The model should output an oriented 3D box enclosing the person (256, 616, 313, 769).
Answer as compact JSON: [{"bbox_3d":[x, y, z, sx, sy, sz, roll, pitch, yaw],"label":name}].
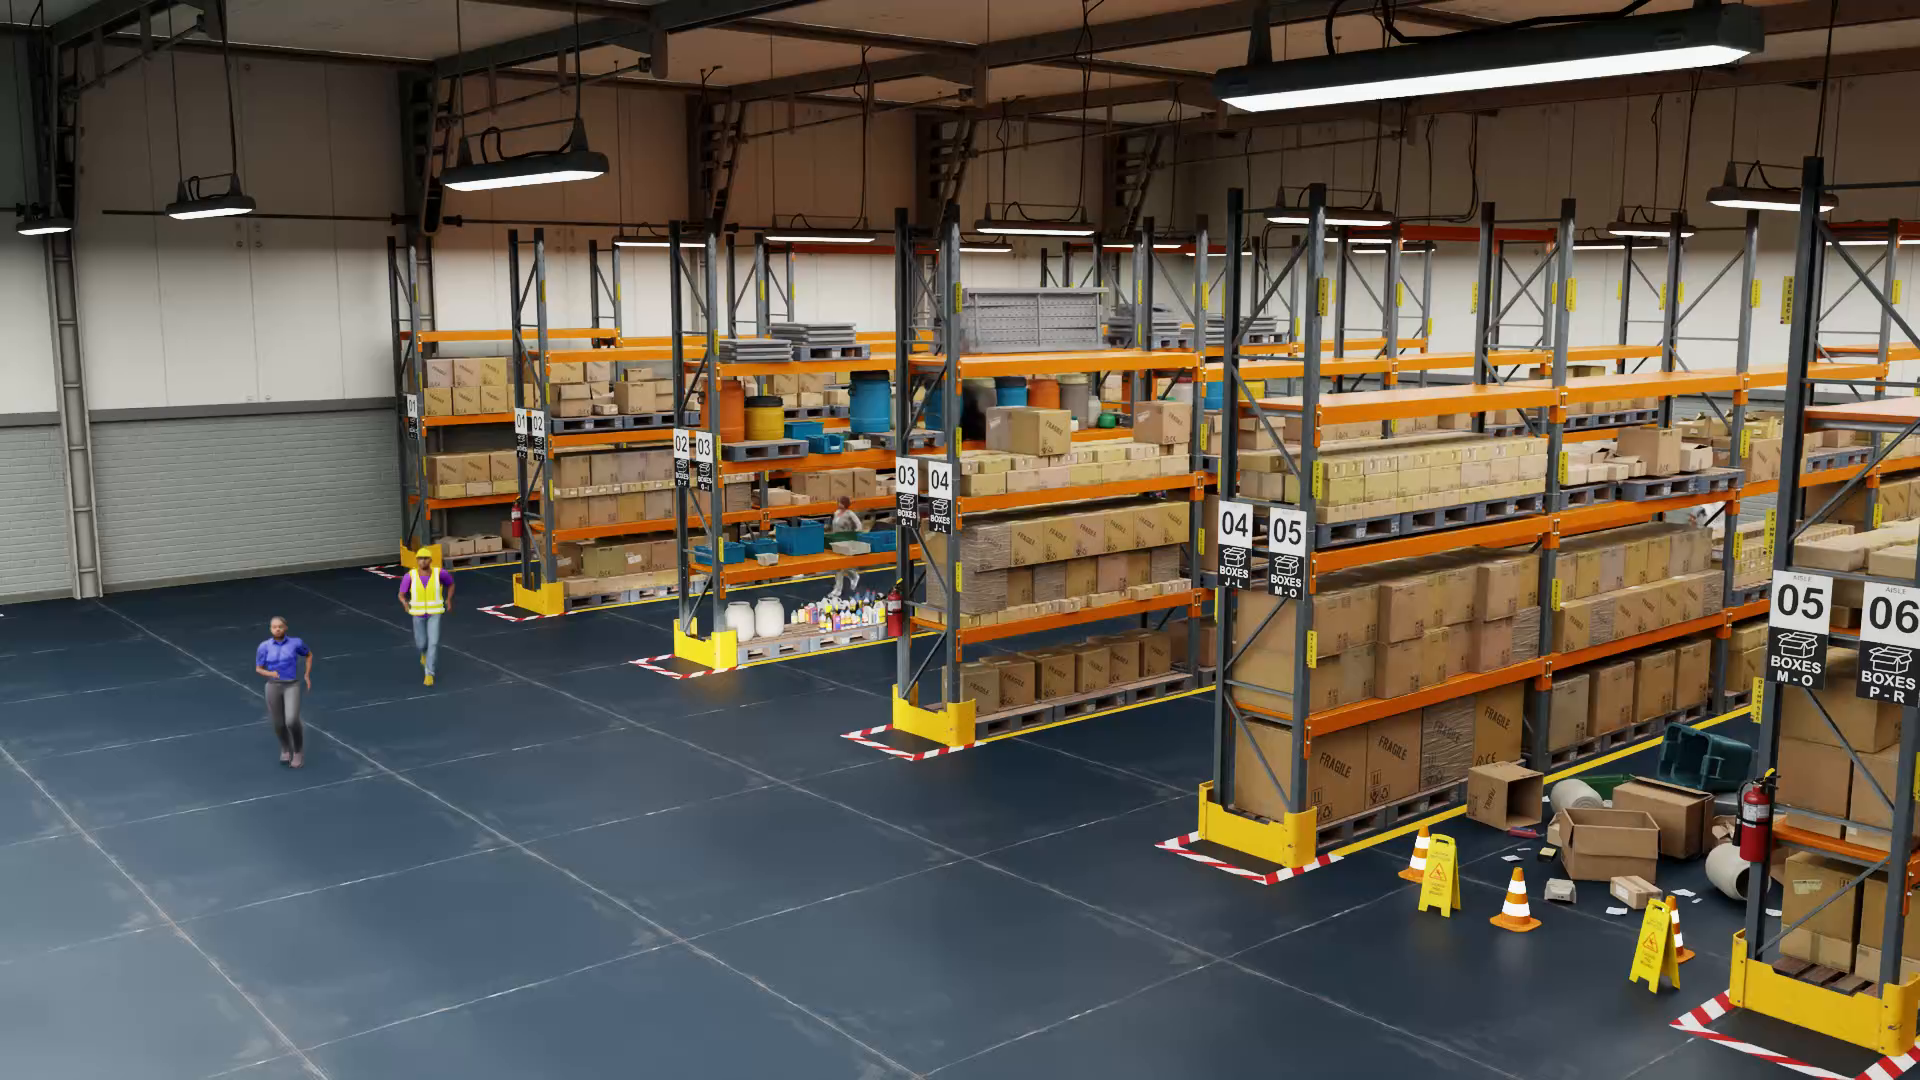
[{"bbox_3d":[-7.226,1.635,17.797,0.544,1.664,0.688,-2,9,-14],"label":"person"}]

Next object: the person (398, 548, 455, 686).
[{"bbox_3d":[-6.984,0.973,21.815,0.707,1.762,0.891,-2,9,-13],"label":"person"}]

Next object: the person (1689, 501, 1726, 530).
[{"bbox_3d":[13.138,-0.120,28.959,0.749,1.707,0.661,-2,9,-10],"label":"person"}]

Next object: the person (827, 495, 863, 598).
[{"bbox_3d":[-1.822,0.096,26.166,0.539,1.581,0.676,9,12,44],"label":"person"}]
